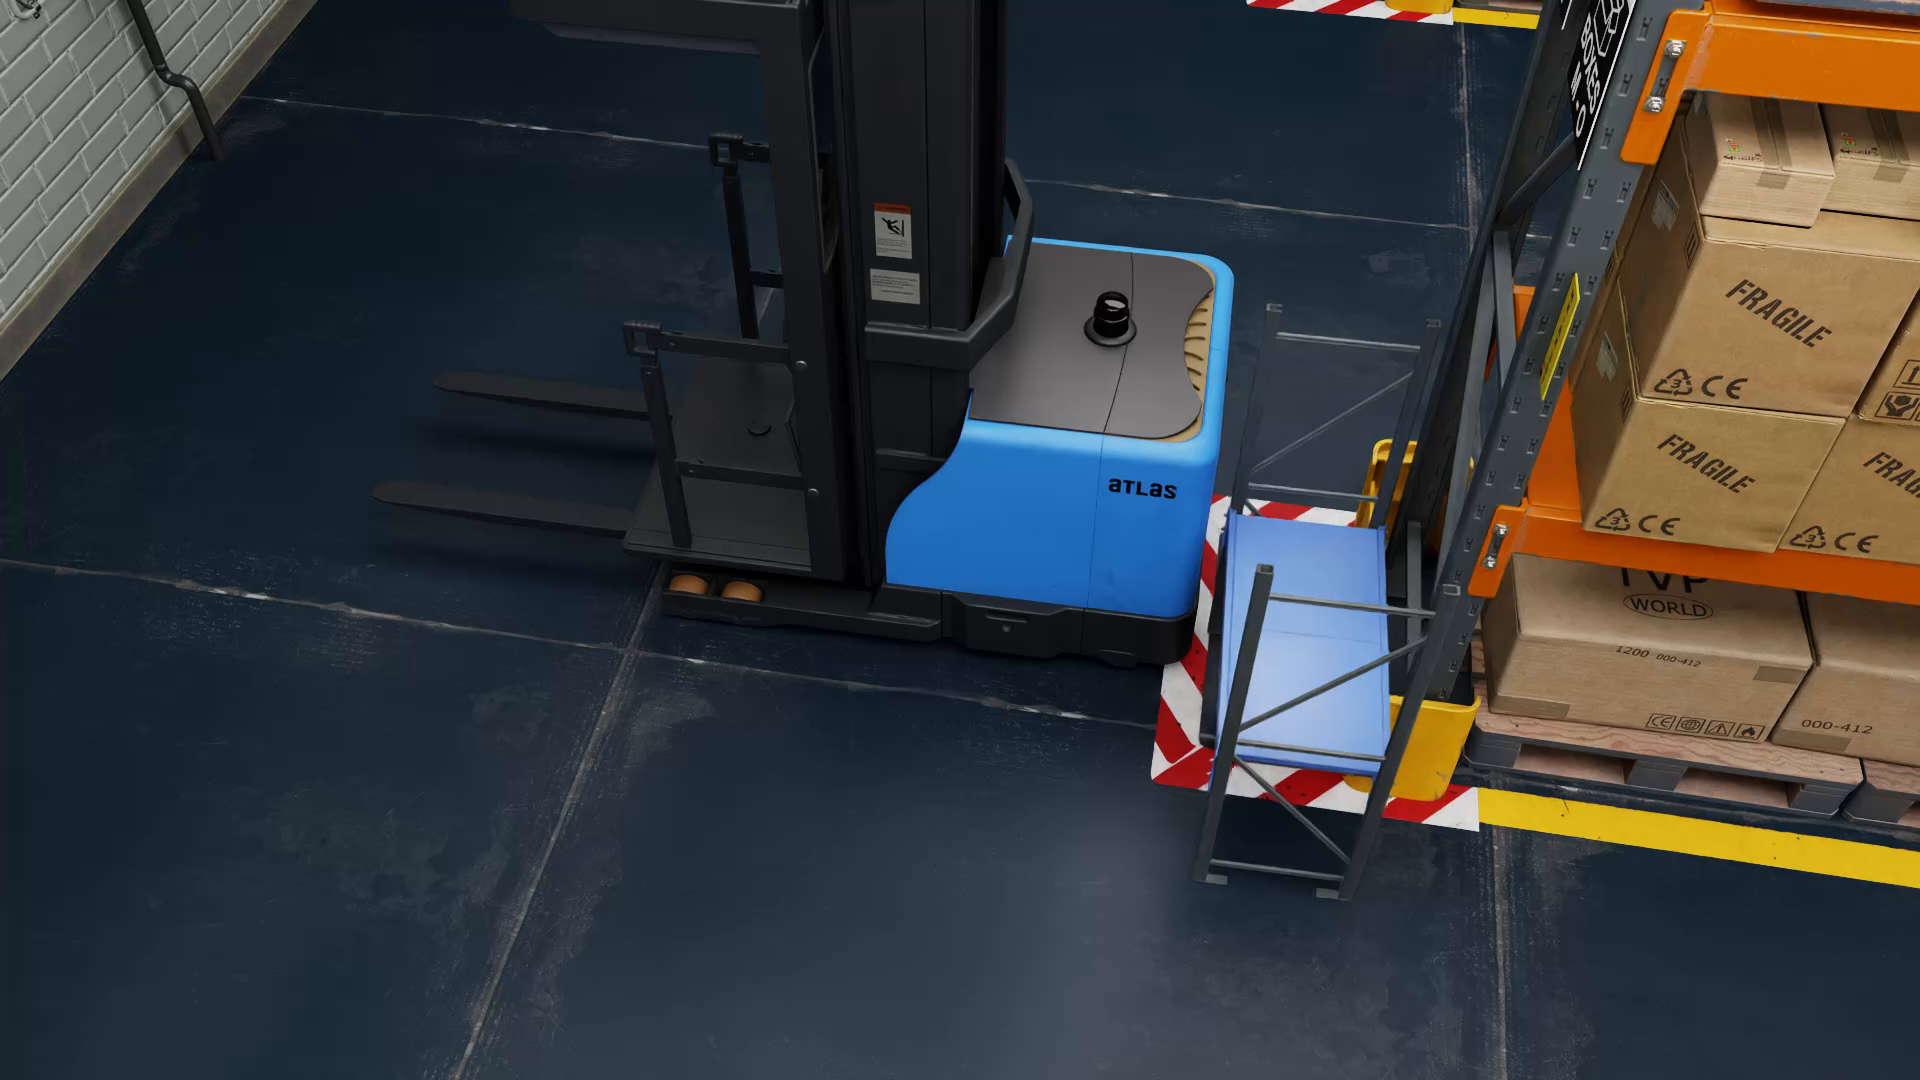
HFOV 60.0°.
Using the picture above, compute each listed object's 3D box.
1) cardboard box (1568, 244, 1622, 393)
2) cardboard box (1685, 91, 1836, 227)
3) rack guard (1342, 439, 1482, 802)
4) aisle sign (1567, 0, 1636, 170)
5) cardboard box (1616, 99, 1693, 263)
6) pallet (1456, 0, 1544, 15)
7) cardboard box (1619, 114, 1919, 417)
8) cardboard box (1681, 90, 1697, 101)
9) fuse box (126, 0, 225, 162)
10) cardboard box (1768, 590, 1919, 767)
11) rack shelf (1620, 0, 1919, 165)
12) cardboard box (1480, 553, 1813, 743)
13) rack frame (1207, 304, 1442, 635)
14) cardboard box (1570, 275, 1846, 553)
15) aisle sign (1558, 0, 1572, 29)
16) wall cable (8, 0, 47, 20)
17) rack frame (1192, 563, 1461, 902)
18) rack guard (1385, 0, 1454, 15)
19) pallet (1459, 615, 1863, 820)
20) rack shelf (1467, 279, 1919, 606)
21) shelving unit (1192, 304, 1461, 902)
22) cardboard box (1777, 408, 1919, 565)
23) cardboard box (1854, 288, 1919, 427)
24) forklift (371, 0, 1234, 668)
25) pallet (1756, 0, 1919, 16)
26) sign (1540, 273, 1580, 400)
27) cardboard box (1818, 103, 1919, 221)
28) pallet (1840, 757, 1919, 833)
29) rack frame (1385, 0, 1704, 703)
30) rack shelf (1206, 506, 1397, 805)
[{"bbox_3d":[2.081,-0.744,4.835,0.500,0.500,0.500,8,49,7],"label":"cardboard box"},{"bbox_3d":[1.859,-0.915,3.880,0.250,0.149,0.380,9,49,8],"label":"cardboard box"},{"bbox_3d":[1.536,0.252,5.688,0.348,0.500,1.175,8,49,7],"label":"rack guard"},{"bbox_3d":[1.437,-1.247,3.606,0.004,0.787,0.394,8,49,7],"label":"aisle sign"},{"bbox_3d":[2.076,-1.059,4.445,0.500,0.500,0.500,9,49,8],"label":"cardboard box"},{"bbox_3d":[3.298,-3.167,8.954,1.213,0.211,1.003,8,49,7],"label":"pallet"},{"bbox_3d":[1.981,-0.676,4.101,0.500,0.500,0.500,7,48,6],"label":"cardboard box"},{"bbox_3d":[1.948,-1.264,4.194,0.250,0.149,0.380,8,49,7],"label":"cardboard box"},{"bbox_3d":[-3.477,-2.397,7.253,0.414,1.711,0.539,8,49,7],"label":"fuse box"},{"bbox_3d":[3.129,0.265,5.436,0.875,0.438,0.875,9,49,8],"label":"cardboard box"},{"bbox_3d":[3.527,-1.078,3.669,4.000,0.370,1.077,8,49,7],"label":"rack shelf"},{"bbox_3d":[2.227,0.150,5.539,0.875,0.438,0.875,6,48,6],"label":"cardboard box"},{"bbox_3d":[1.137,-0.150,5.375,0.500,1.500,0.032,6,48,5],"label":"rack frame"},{"bbox_3d":[1.981,-0.340,4.472,0.500,0.500,0.500,7,48,7],"label":"cardboard box"},{"bbox_3d":[1.544,-1.686,4.000,0.004,0.787,0.394,8,49,7],"label":"aisle sign"},{"bbox_3d":[-3.753,-2.689,5.966,0.122,1.984,0.588,8,49,7],"label":"wall cable"},{"bbox_3d":[0.989,0.598,4.703,0.500,1.500,0.032,6,48,5],"label":"rack frame"},{"bbox_3d":[2.513,-3.369,8.941,0.348,0.500,1.175,8,49,7],"label":"rack guard"},{"bbox_3d":[2.360,0.400,5.749,1.213,0.211,1.003,8,49,7],"label":"pallet"},{"bbox_3d":[3.527,-0.075,4.785,4.000,0.370,1.077,8,49,7],"label":"rack shelf"},{"bbox_3d":[1.063,0.224,5.039,0.538,1.500,1.048,6,48,5],"label":"shelving unit"},{"bbox_3d":[2.483,-0.294,4.430,0.500,0.500,0.500,7,48,6],"label":"cardboard box"},{"bbox_3d":[2.491,-0.613,4.045,0.500,0.500,0.500,6,48,6],"label":"cardboard box"},{"bbox_3d":[-0.616,-1.055,5.228,3.031,2.935,1.130,7,48,6],"label":"forklift"},{"bbox_3d":[2.291,-1.463,3.591,1.213,0.211,1.003,8,49,7],"label":"pallet"},{"bbox_3d":[1.455,-0.491,4.039,0.005,0.325,0.100,8,49,7],"label":"sign"},{"bbox_3d":[2.130,-0.933,3.896,0.250,0.149,0.380,9,49,8],"label":"cardboard box"},{"bbox_3d":[3.557,0.563,5.602,1.213,0.211,1.003,8,49,7],"label":"pallet"},{"bbox_3d":[1.559,-0.580,4.755,0.127,3.000,1.000,8,49,7],"label":"rack frame"},{"bbox_3d":[1.062,0.344,5.173,0.538,0.185,1.000,6,48,5],"label":"rack shelf"}]
